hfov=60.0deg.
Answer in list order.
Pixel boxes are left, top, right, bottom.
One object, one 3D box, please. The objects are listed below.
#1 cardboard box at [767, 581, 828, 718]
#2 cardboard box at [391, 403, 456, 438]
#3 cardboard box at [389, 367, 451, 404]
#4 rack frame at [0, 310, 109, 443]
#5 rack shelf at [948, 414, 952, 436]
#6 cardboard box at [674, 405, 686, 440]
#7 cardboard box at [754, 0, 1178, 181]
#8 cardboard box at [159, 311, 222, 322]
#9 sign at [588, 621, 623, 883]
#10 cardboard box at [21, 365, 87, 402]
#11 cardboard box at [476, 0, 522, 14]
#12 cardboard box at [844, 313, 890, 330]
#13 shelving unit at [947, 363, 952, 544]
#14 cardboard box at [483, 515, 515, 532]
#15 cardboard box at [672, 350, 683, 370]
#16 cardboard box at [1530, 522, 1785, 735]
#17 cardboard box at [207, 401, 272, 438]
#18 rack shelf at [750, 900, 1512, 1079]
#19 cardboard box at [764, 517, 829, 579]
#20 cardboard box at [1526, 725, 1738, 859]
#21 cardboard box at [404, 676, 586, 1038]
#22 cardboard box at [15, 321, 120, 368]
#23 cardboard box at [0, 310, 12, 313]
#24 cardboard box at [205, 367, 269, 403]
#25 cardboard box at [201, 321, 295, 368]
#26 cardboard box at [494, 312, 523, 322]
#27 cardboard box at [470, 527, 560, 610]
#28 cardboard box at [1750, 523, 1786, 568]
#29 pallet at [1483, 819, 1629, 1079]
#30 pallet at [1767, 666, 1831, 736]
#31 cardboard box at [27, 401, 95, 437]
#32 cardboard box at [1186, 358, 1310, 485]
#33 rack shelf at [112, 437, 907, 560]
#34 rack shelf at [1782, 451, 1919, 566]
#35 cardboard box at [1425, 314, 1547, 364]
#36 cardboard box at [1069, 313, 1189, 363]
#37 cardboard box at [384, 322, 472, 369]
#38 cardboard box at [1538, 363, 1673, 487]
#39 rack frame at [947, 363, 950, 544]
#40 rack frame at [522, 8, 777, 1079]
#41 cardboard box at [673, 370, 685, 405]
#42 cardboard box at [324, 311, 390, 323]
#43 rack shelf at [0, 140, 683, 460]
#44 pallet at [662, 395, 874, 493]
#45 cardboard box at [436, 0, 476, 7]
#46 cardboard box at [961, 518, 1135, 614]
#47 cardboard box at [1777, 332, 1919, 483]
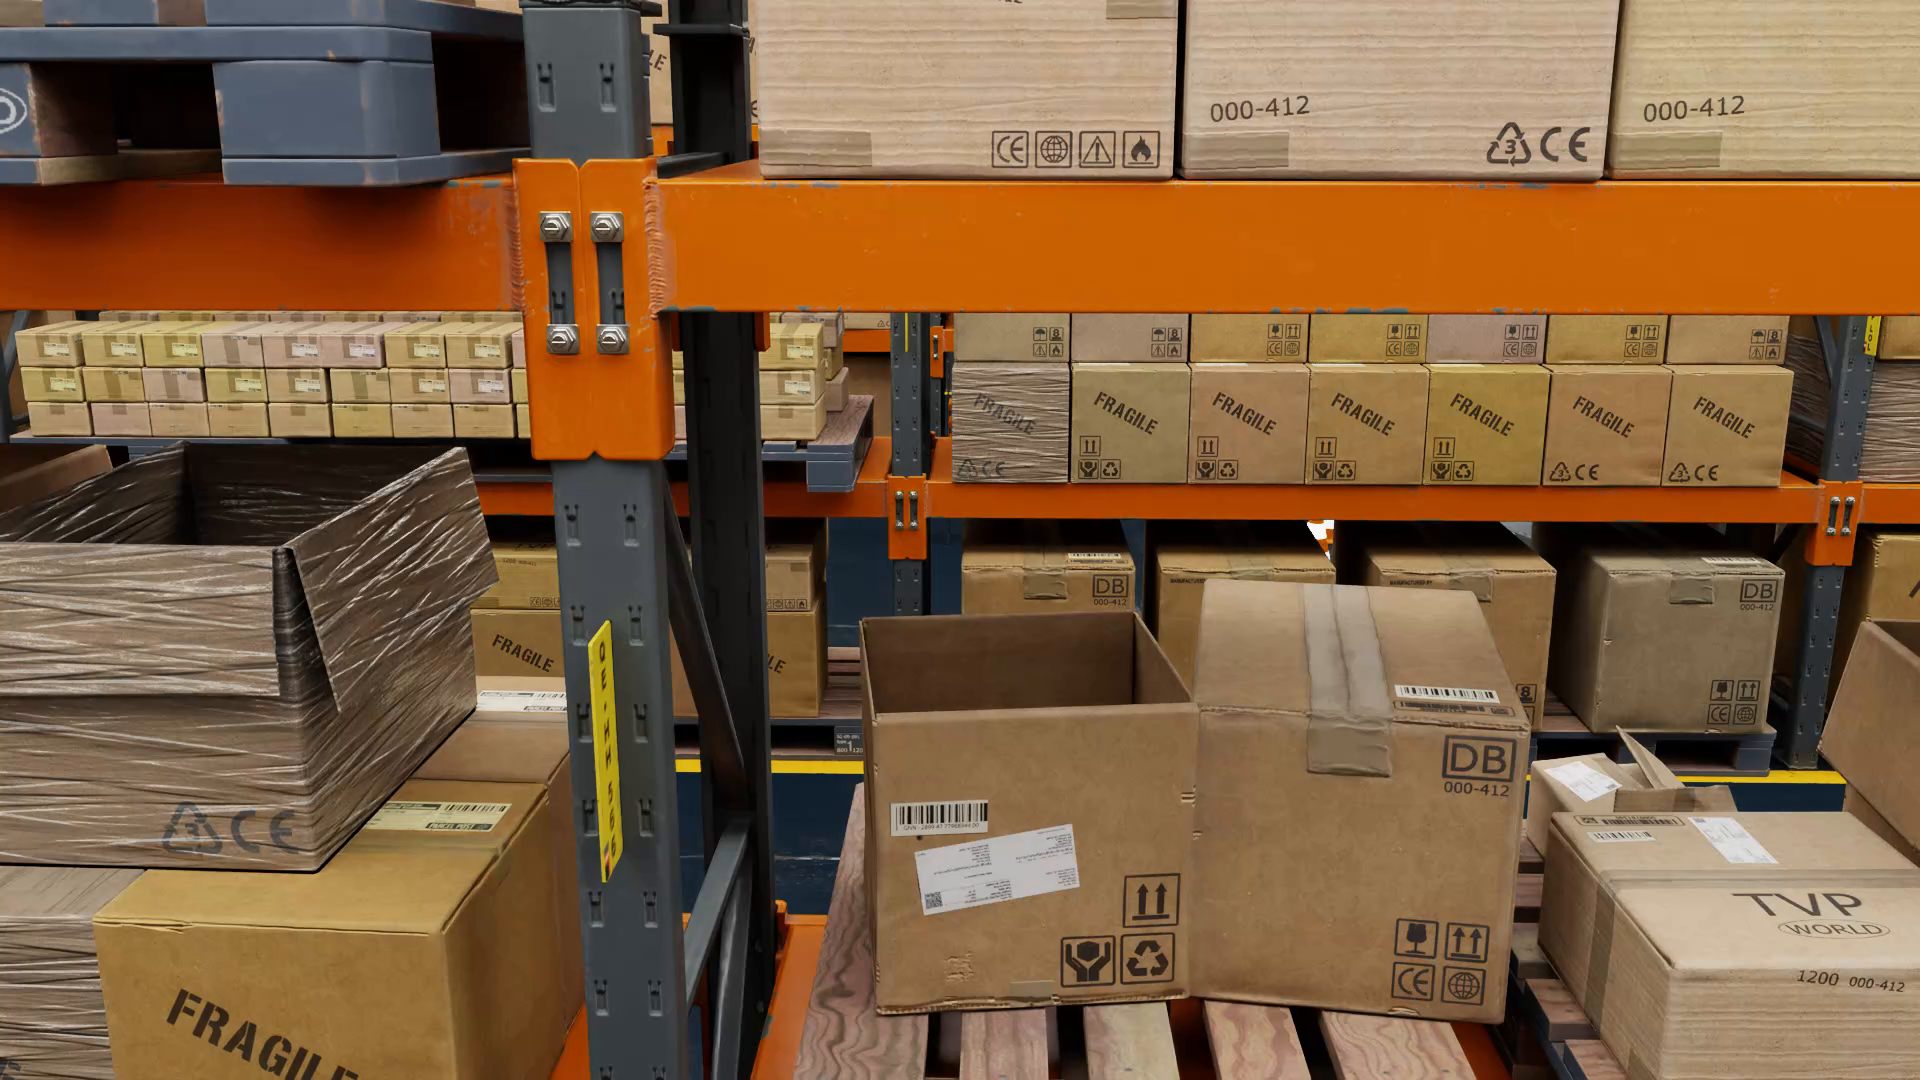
[{"bbox_3d":[-0.884,0.496,7.657,0.500,0.500,0.500,0,15,1],"label":"cardboard box"},{"bbox_3d":[-2.278,-0.550,7.214,0.250,0.149,0.380,0,15,-1],"label":"cardboard box"},{"bbox_3d":[-2.272,-0.694,7.176,0.250,0.149,0.380,0,15,0],"label":"cardboard box"},{"bbox_3d":[-4.218,-0.598,7.727,0.127,3.000,1.000,0,15,1],"label":"rack frame"},{"bbox_3d":[0.014,-0.769,11.137,0.180,0.103,0.258,0,15,1],"label":"rack shelf"},{"bbox_3d":[-1.229,-0.543,7.188,0.250,0.149,0.380,1,15,2],"label":"cardboard box"},{"bbox_3d":[0.017,-0.618,2.215,0.500,0.250,0.500,1,15,2],"label":"cardboard box"},{"bbox_3d":[-3.543,-1.013,7.802,0.250,0.149,0.380,0,15,0],"label":"cardboard box"},{"bbox_3d":[-0.458,0.274,2.152,0.005,0.325,0.100,0,15,1],"label":"sign"},{"bbox_3d":[-3.836,-0.704,7.213,0.250,0.149,0.380,1,15,2],"label":"cardboard box"},{"bbox_3d":[-1.796,-2.014,7.017,0.500,0.500,0.500,0,15,1],"label":"cardboard box"},{"bbox_3d":[-0.706,-1.700,12.196,0.500,0.250,0.500,0,15,-1],"label":"cardboard box"},{"bbox_3d":[0.014,-0.580,11.187,0.189,1.200,0.258,0,15,1],"label":"shelving unit"},{"bbox_3d":[-2.424,-0.008,8.097,0.500,0.250,0.500,0,15,-1],"label":"cardboard box"},{"bbox_3d":[-1.234,-0.831,7.114,0.250,0.149,0.380,1,15,3],"label":"cardboard box"},{"bbox_3d":[3.157,0.358,7.691,0.750,0.750,1.050,0,15,1],"label":"cardboard box"},{"bbox_3d":[-3.058,-0.555,7.232,0.250,0.149,0.380,1,15,2],"label":"cardboard box"},{"bbox_3d":[1.553,1.053,2.878,4.000,0.370,1.077,0,15,1],"label":"rack shelf"},{"bbox_3d":[-0.902,0.005,8.049,0.500,0.250,0.500,0,15,-1],"label":"cardboard box"},{"bbox_3d":[1.227,0.496,3.019,0.258,0.266,0.396,0,15,0],"label":"cardboard box"},{"bbox_3d":[-0.926,0.571,3.098,0.500,0.500,0.500,1,15,3],"label":"cardboard box"},{"bbox_3d":[-3.836,-0.847,7.175,0.250,0.149,0.380,1,15,4],"label":"cardboard box"},{"bbox_3d":[-4.663,-1.339,7.795,0.500,0.500,0.500,1,15,3],"label":"cardboard box"},{"bbox_3d":[-3.059,-0.699,7.197,0.250,0.149,0.380,0,15,-1],"label":"cardboard box"},{"bbox_3d":[-3.051,-0.843,7.157,0.250,0.149,0.380,0,15,1],"label":"cardboard box"},{"bbox_3d":[-1.990,-1.002,7.760,0.250,0.149,0.380,1,15,3],"label":"cardboard box"},{"bbox_3d":[-1.922,0.126,7.591,0.500,0.250,0.500,1,15,3],"label":"cardboard box"},{"bbox_3d":[5.048,-0.011,10.130,0.503,0.637,0.797,0,15,1],"label":"cardboard box"},{"bbox_3d":[1.533,0.787,2.851,1.213,0.211,1.003,0,15,1],"label":"pallet"},{"bbox_3d":[4.538,0.827,7.790,1.213,0.211,1.003,0,15,1],"label":"pallet"},{"bbox_3d":[-3.836,-0.560,7.251,0.250,0.149,0.380,0,15,-1],"label":"cardboard box"},{"bbox_3d":[1.235,-0.543,7.320,0.500,0.500,0.500,0,15,1],"label":"cardboard box"},{"bbox_3d":[-2.218,-0.237,7.769,4.000,0.370,1.077,0,15,1],"label":"rack shelf"},{"bbox_3d":[5.779,-0.185,7.571,4.000,0.370,1.077,0,15,1],"label":"rack shelf"},{"bbox_3d":[2.264,-1.086,7.419,0.500,0.500,0.700,0,15,2],"label":"cardboard box"},{"bbox_3d":[0.735,-1.095,7.456,0.500,0.500,0.700,0,15,1],"label":"cardboard box"},{"bbox_3d":[-2.273,-0.838,7.141,0.250,0.149,0.380,1,15,3],"label":"cardboard box"},{"bbox_3d":[2.746,-0.533,7.283,0.500,0.500,0.500,0,15,1],"label":"cardboard box"},{"bbox_3d":[-0.077,-0.581,11.189,0.006,1.200,0.240,0,15,1],"label":"rack frame"},{"bbox_3d":[-0.447,0.692,2.836,0.127,3.000,1.000,0,15,1],"label":"rack frame"},{"bbox_3d":[-1.255,-0.687,7.149,0.250,0.149,0.380,1,15,3],"label":"cardboard box"},{"bbox_3d":[-2.777,-1.007,7.778,0.250,0.149,0.380,0,15,0],"label":"cardboard box"},{"bbox_3d":[-2.446,-0.423,2.595,4.000,0.370,1.077,0,15,1],"label":"rack shelf"},{"bbox_3d":[-0.934,-0.457,7.567,1.003,0.211,1.213,0,15,1],"label":"pallet"},{"bbox_3d":[-1.058,-0.997,2.332,0.637,0.503,0.797,1,15,5],"label":"cardboard box"},{"bbox_3d":[0.387,0.340,7.759,0.750,0.750,1.050,0,15,1],"label":"cardboard box"},{"bbox_3d":[4.149,-0.619,7.512,0.550,0.550,0.875,0,15,1],"label":"cardboard box"}]
